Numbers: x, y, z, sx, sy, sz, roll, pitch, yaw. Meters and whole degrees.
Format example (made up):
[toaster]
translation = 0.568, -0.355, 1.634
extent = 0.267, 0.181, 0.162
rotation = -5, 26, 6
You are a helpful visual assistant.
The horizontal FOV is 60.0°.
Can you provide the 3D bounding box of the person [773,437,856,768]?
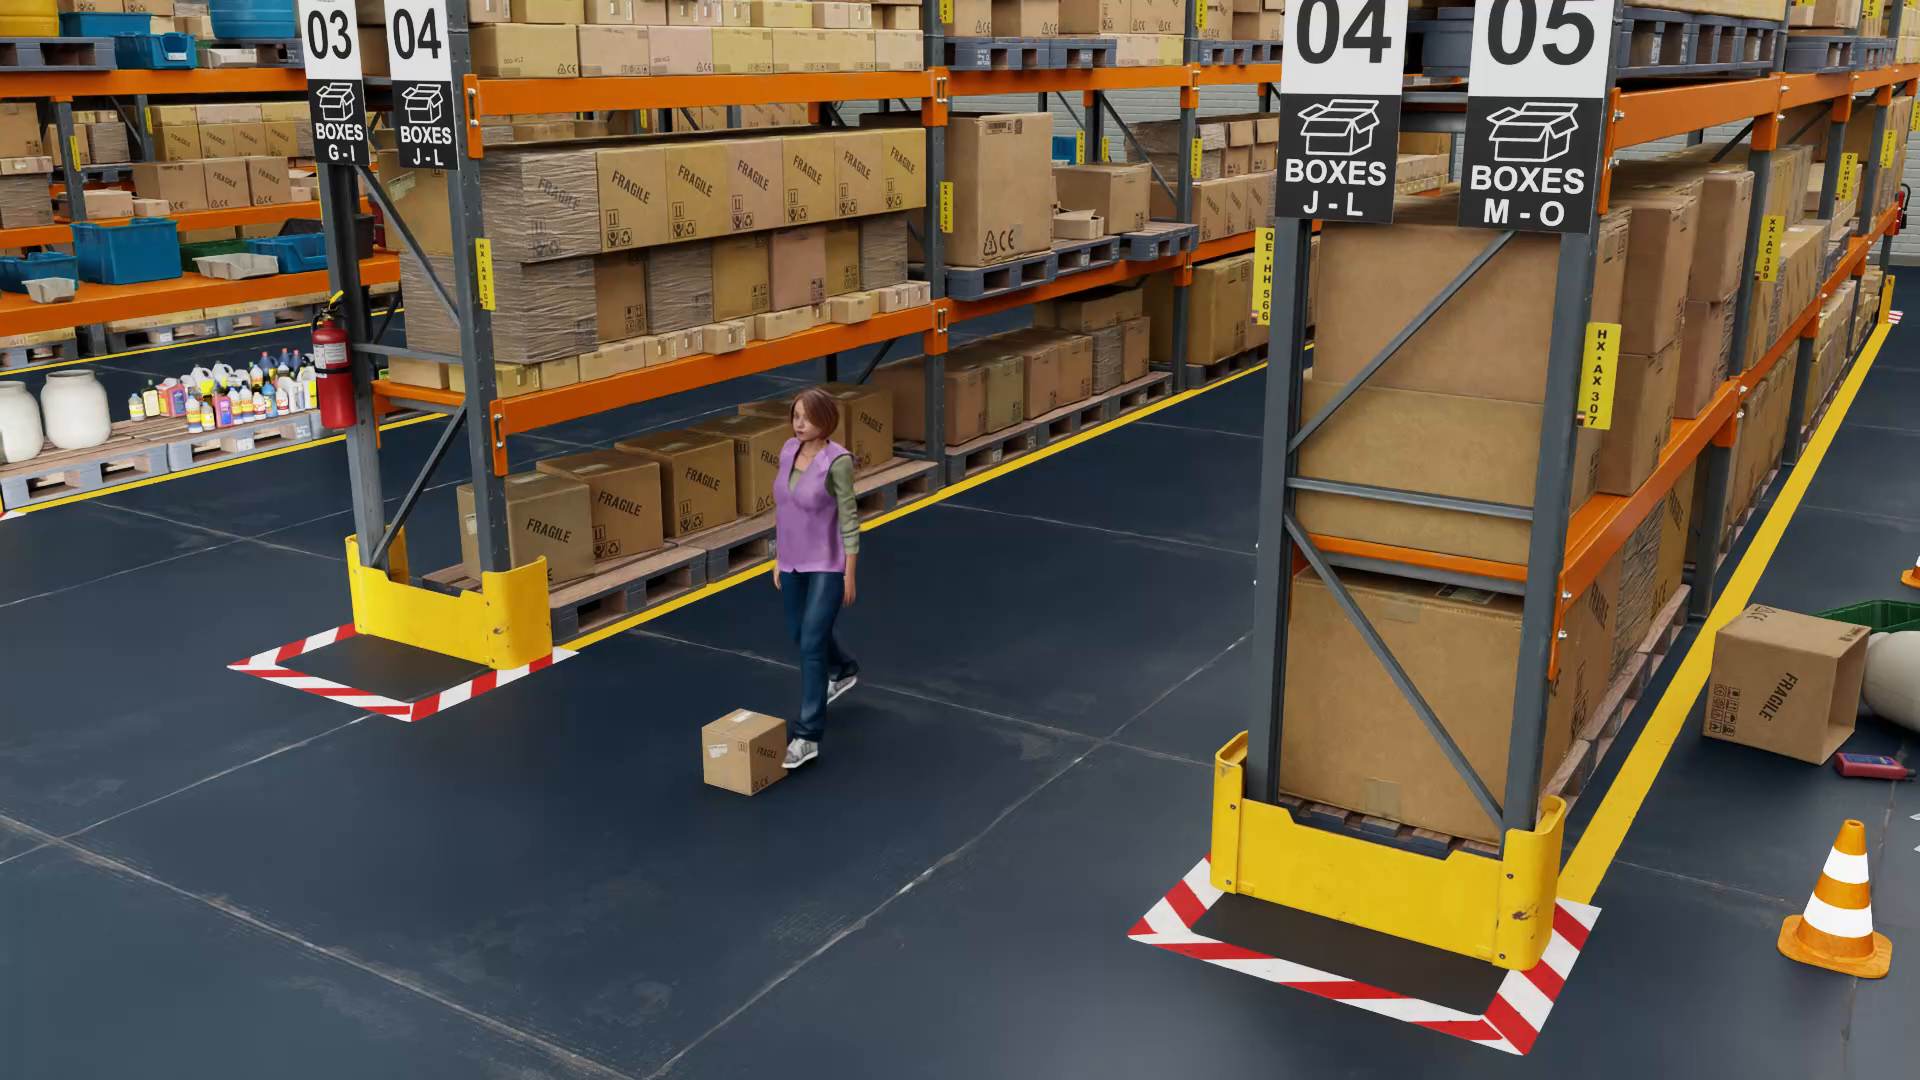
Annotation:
[person]
translation = -0.647, 0.213, 7.183
extent = 0.414, 1.346, 0.803
rotation = 13, 21, 38
